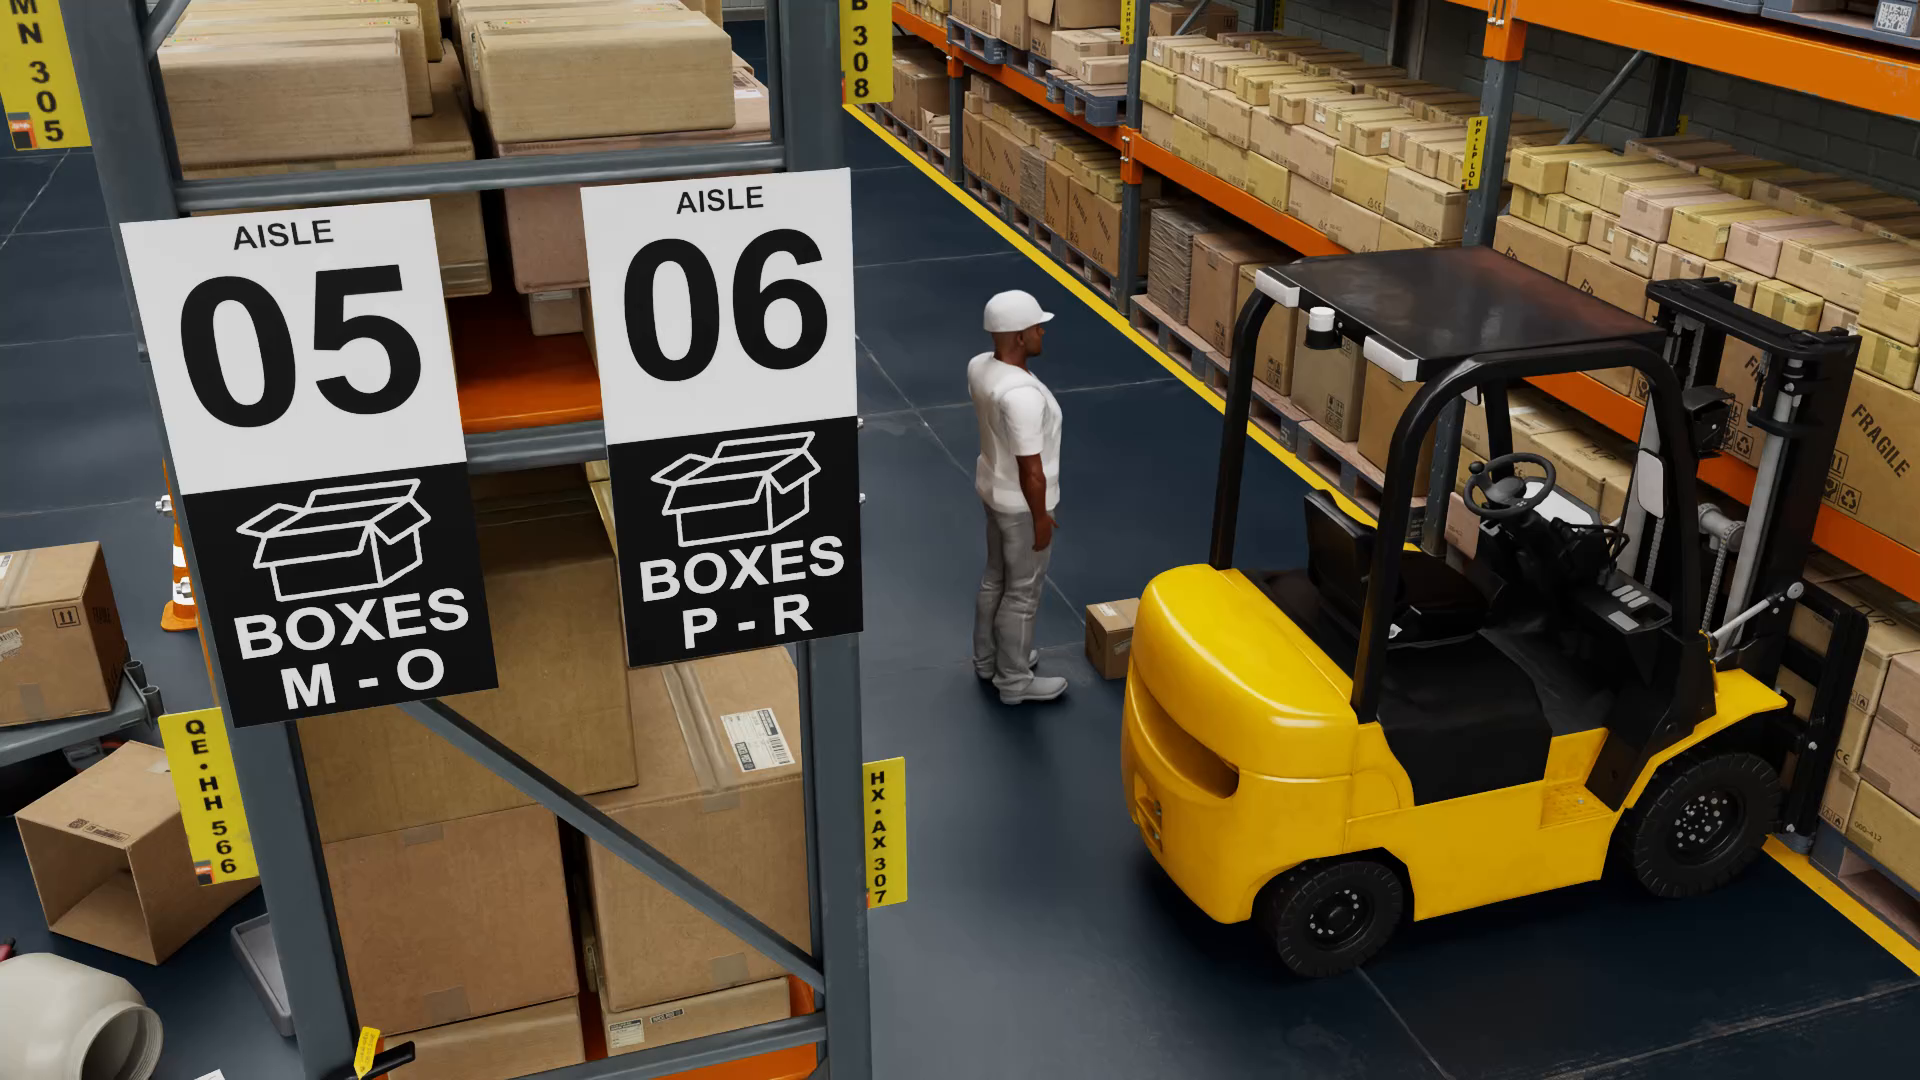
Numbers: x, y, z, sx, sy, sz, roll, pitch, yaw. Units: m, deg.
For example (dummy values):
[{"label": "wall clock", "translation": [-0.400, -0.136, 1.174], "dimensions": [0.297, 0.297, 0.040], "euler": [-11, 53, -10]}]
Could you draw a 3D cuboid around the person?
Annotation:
[{"label": "person", "translation": [0.244, -0.180, 6.940], "dimensions": [0.364, 1.762, 0.562], "euler": [-8, 27, -15]}]
